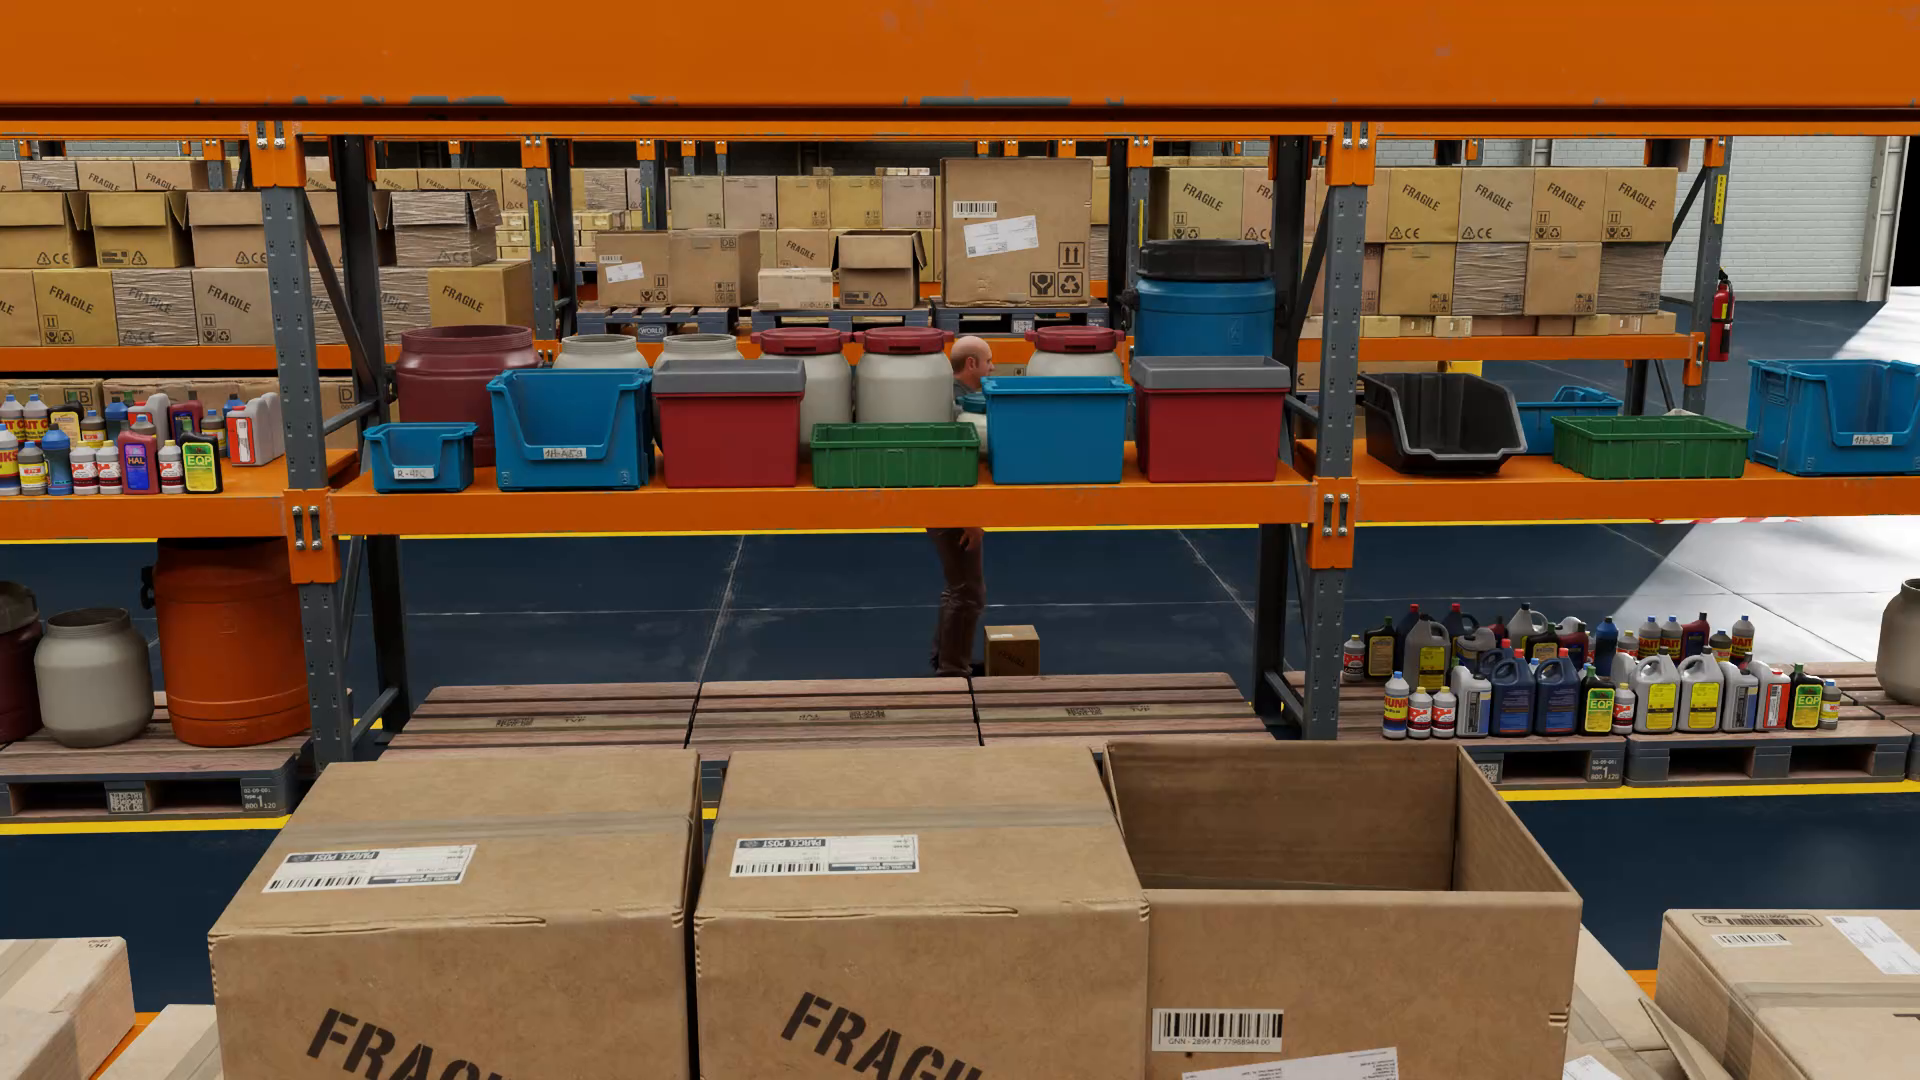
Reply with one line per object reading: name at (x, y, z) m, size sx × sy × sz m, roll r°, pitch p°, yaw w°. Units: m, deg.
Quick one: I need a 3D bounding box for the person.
person at (-0.028, -0.127, 8.075) m, size 0.417 × 1.720 × 0.581 m, roll -1°, pitch 13°, yaw -6°
